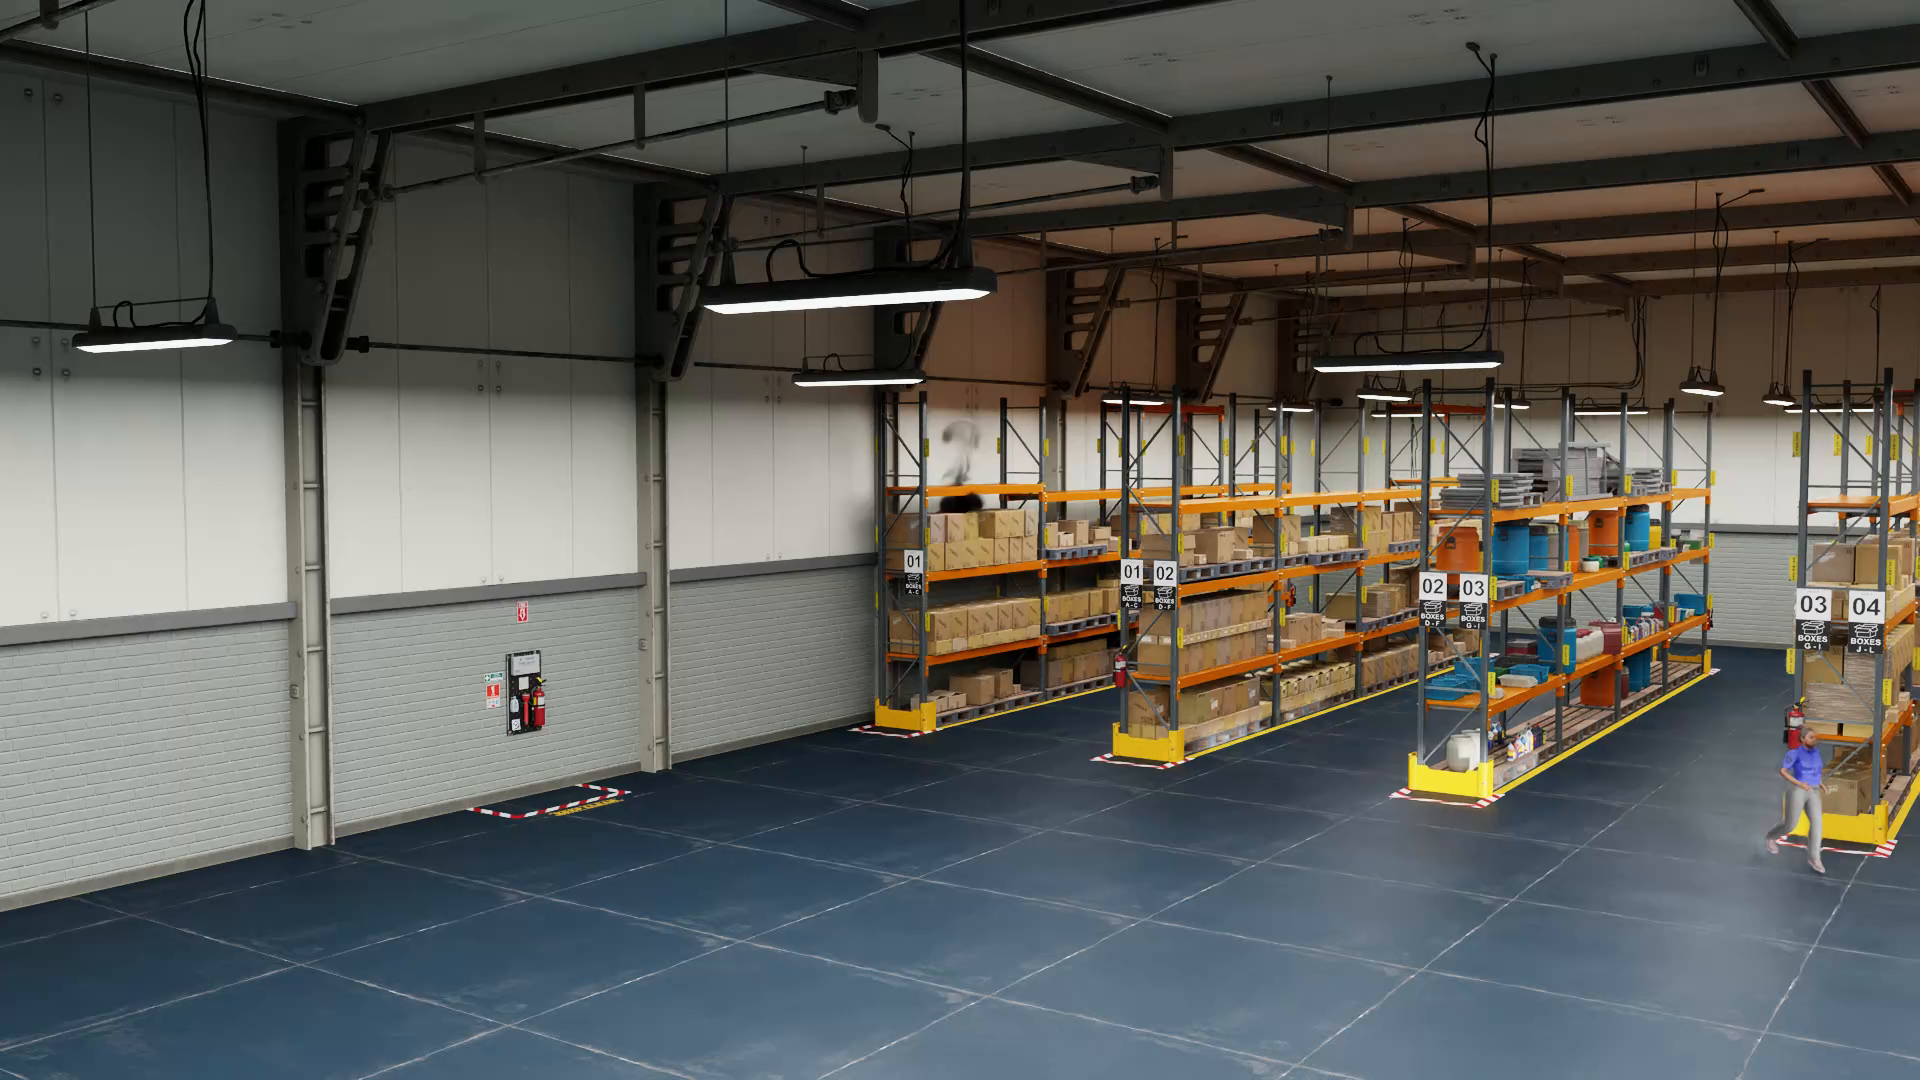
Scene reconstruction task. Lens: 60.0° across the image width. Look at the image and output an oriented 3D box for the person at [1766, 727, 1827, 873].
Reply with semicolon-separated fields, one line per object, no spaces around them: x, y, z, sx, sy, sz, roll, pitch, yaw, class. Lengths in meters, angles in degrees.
10.126;3.069;19.939;0.619;1.649;0.955;-1;3;-10;person
